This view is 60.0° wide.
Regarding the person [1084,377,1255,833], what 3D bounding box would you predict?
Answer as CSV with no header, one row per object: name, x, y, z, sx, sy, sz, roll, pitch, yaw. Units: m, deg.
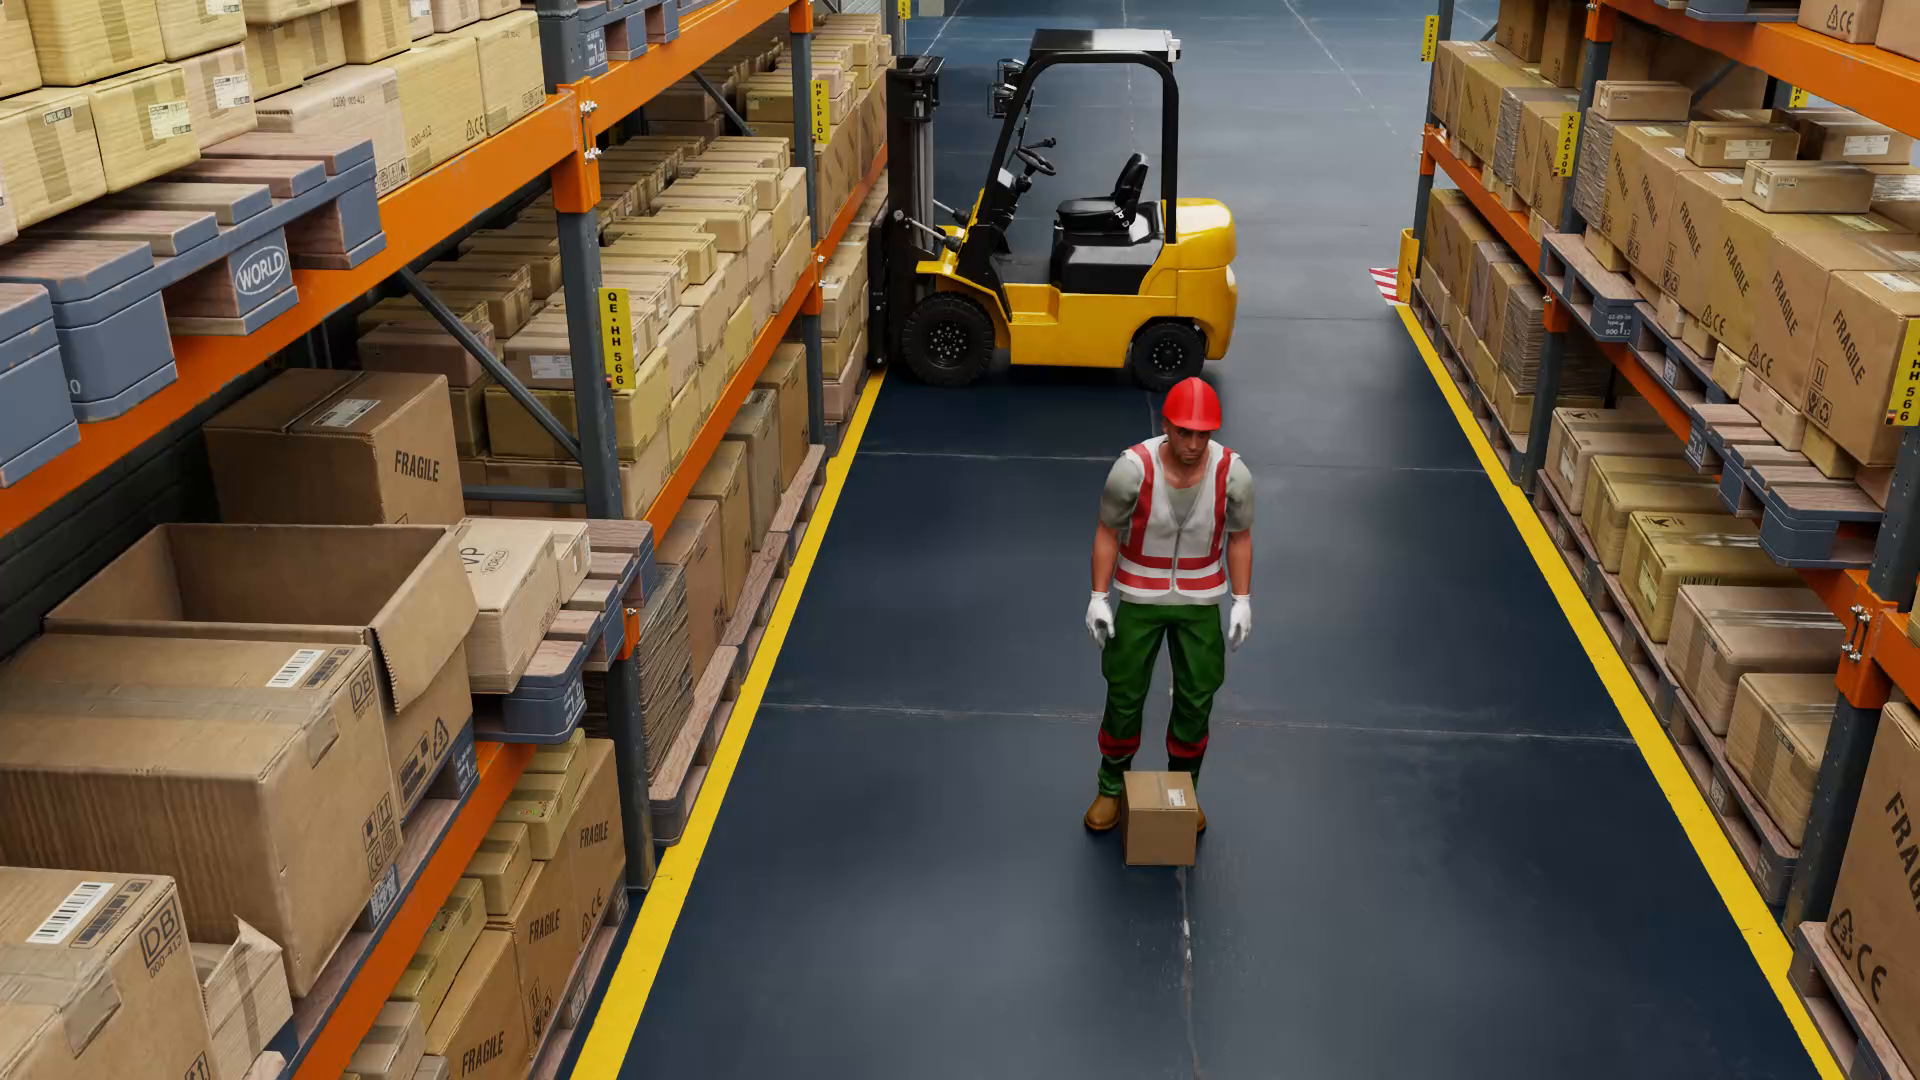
person,0.764,0.243,6.049,0.613,1.778,0.452,0,24,1
